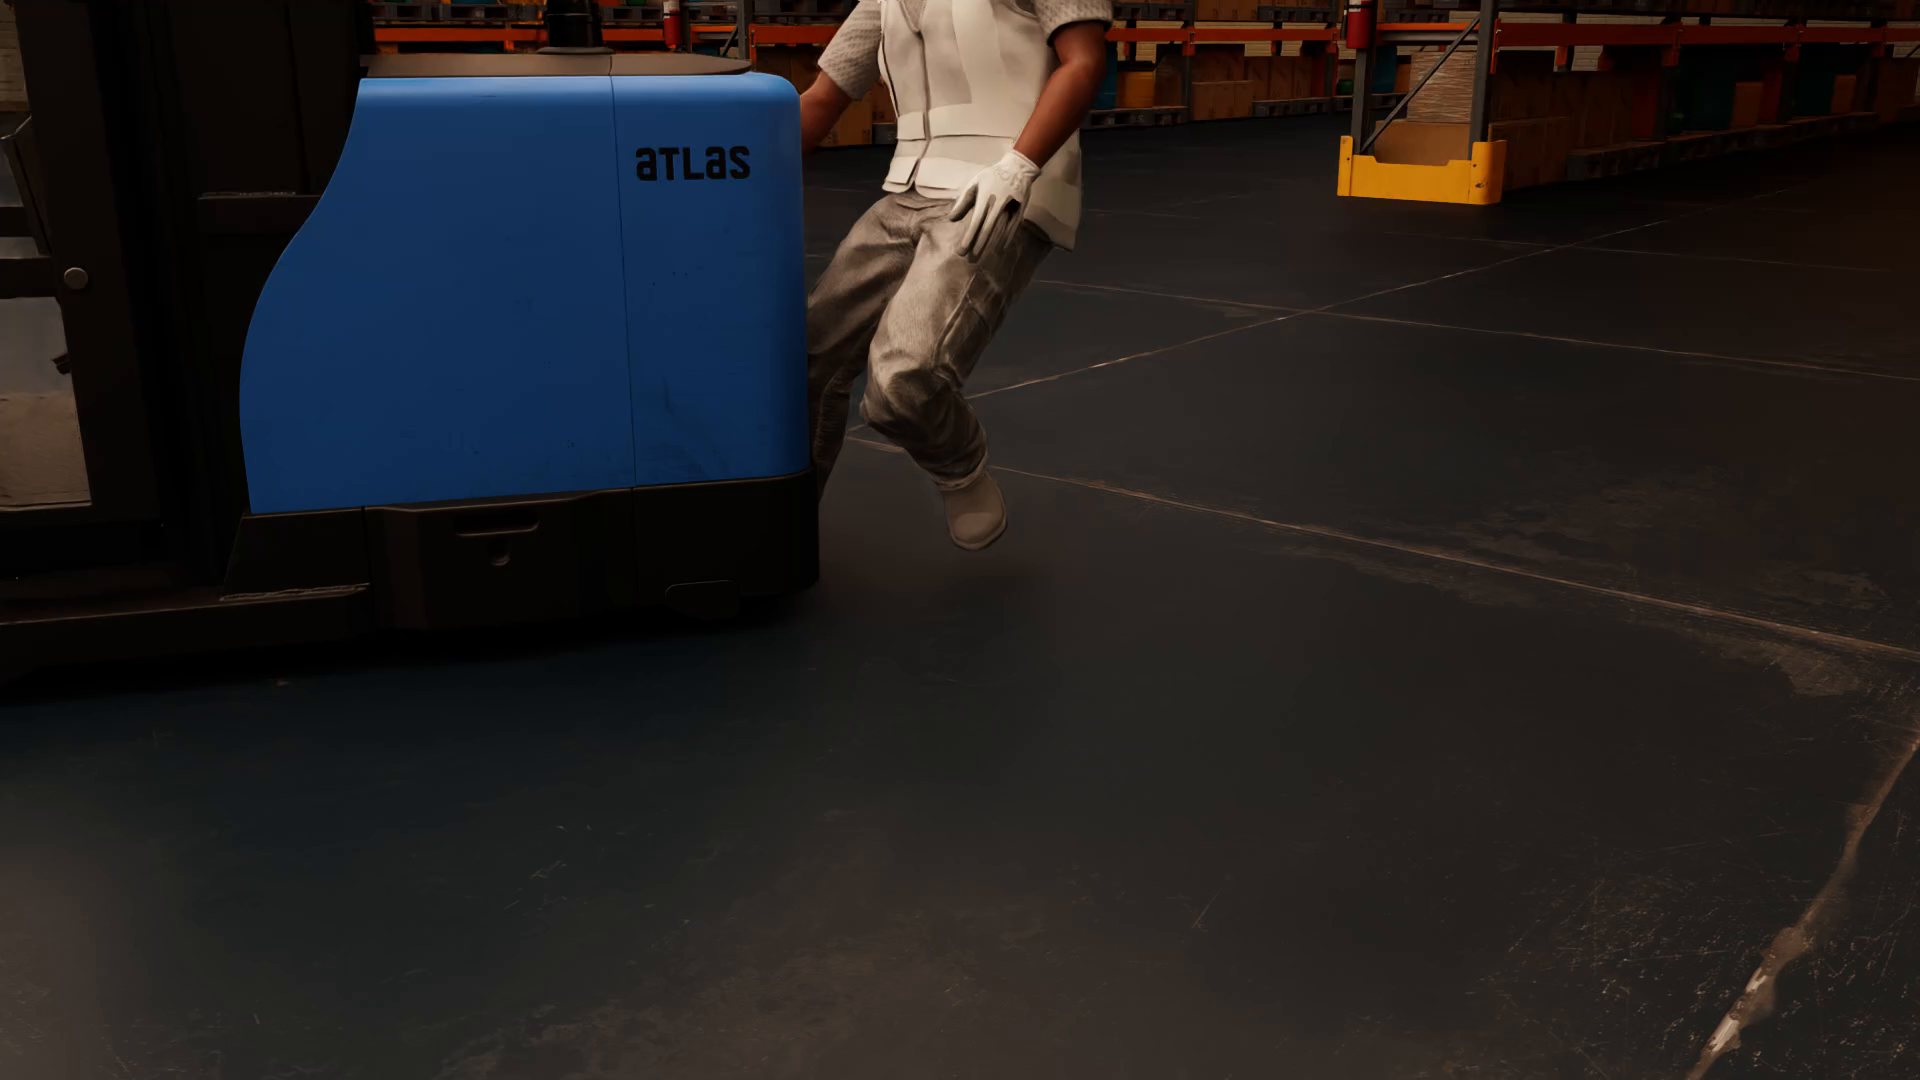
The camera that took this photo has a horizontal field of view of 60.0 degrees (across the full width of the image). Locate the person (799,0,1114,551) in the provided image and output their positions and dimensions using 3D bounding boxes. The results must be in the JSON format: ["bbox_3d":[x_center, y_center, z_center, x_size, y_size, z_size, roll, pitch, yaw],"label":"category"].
[{"bbox_3d":[-0.152,-0.648,3.234,0.717,1.672,0.786,-12,21,-34],"label":"person"}]

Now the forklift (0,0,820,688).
[{"bbox_3d":[-1.866,-1.257,3.036,3.031,2.935,1.130,-5,18,-15],"label":"forklift"}]
